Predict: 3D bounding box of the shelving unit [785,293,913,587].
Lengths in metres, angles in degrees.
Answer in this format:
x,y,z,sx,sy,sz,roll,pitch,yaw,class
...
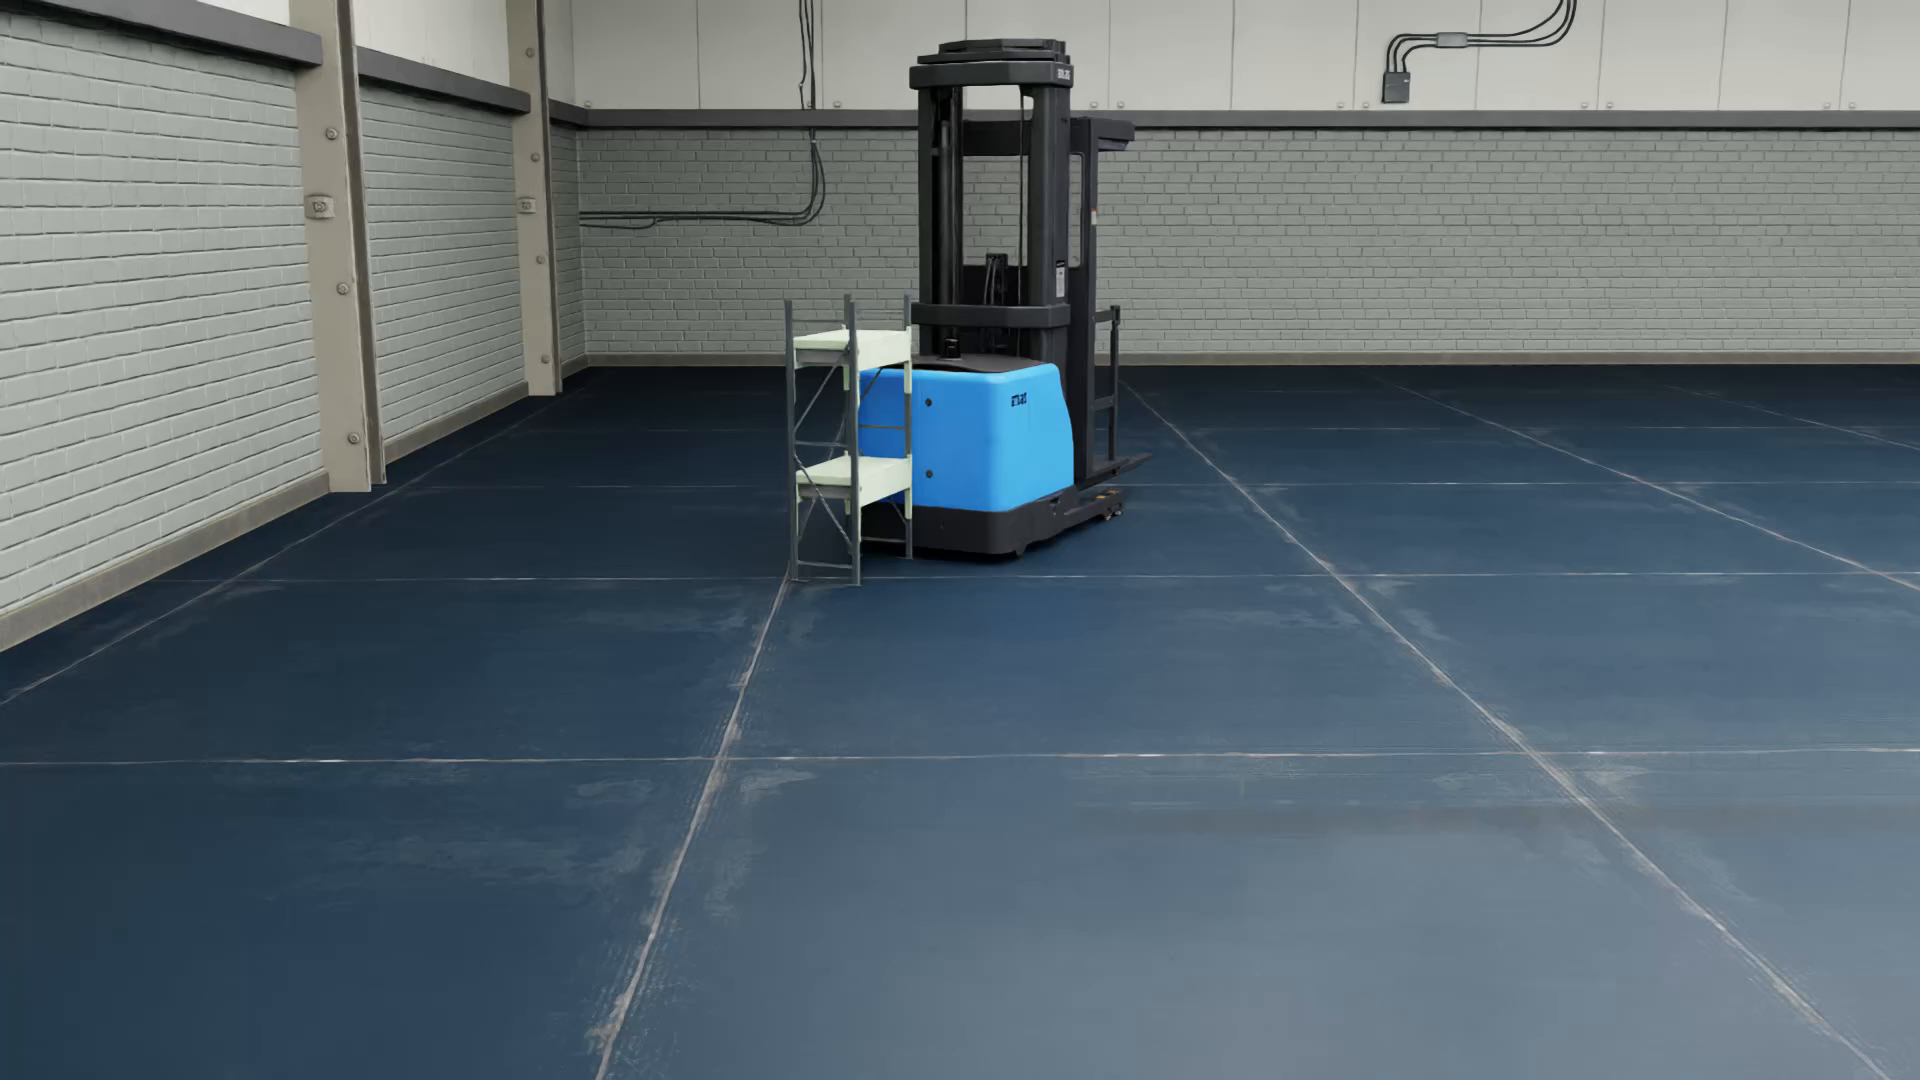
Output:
x,y,z,sx,sy,sz,roll,pitch,yaw,class
-0.592,-0.568,9.087,0.431,1.500,0.755,4,12,20,shelving unit

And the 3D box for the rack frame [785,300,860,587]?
x,y,z,sx,sy,sz,roll,pitch,yaw,class
-0.722,-0.500,8.752,0.400,1.500,0.023,4,12,20,rack frame

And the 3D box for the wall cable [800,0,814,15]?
x,y,z,sx,sy,sz,roll,pitch,yaw,class
-0.485,-7.535,19.676,3.097,2.526,0.112,0,11,-1,wall cable

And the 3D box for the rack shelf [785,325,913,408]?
x,y,z,sx,sy,sz,roll,pitch,yaw,class
-0.592,-0.951,9.010,0.431,0.370,0.720,4,12,20,rack shelf

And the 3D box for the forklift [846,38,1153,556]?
x,y,z,sx,sy,sz,roll,pitch,yaw,class
0.430,-1.595,10.549,1.130,2.935,3.031,5,13,25,forklift

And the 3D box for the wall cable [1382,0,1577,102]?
x,y,z,sx,sy,sz,roll,pitch,yaw,class
6.302,-8.273,19.653,2.305,6.003,0.169,0,11,-1,wall cable

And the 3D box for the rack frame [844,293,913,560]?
x,y,z,sx,sy,sz,roll,pitch,yaw,class
-0.461,-0.636,9.422,0.400,1.500,0.023,4,12,20,rack frame

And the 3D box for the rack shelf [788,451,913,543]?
x,y,z,sx,sy,sz,roll,pitch,yaw,class
-0.592,-0.249,9.152,0.431,0.370,0.720,4,12,20,rack shelf

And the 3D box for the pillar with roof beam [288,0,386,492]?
x,y,z,sx,sy,sz,roll,pitch,yaw,class
-0.022,-4.805,11.109,9.100,9.000,0.400,0,11,-1,pillar with roof beam

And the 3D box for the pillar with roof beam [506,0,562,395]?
x,y,z,sx,sy,sz,roll,pitch,yaw,class
-0.146,-5.997,16.988,9.100,9.000,0.400,0,11,-1,pillar with roof beam

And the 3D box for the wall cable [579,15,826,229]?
x,y,z,sx,sy,sz,roll,pitch,yaw,class
-3.189,-5.049,20.123,3.097,2.526,0.112,0,11,-1,wall cable
